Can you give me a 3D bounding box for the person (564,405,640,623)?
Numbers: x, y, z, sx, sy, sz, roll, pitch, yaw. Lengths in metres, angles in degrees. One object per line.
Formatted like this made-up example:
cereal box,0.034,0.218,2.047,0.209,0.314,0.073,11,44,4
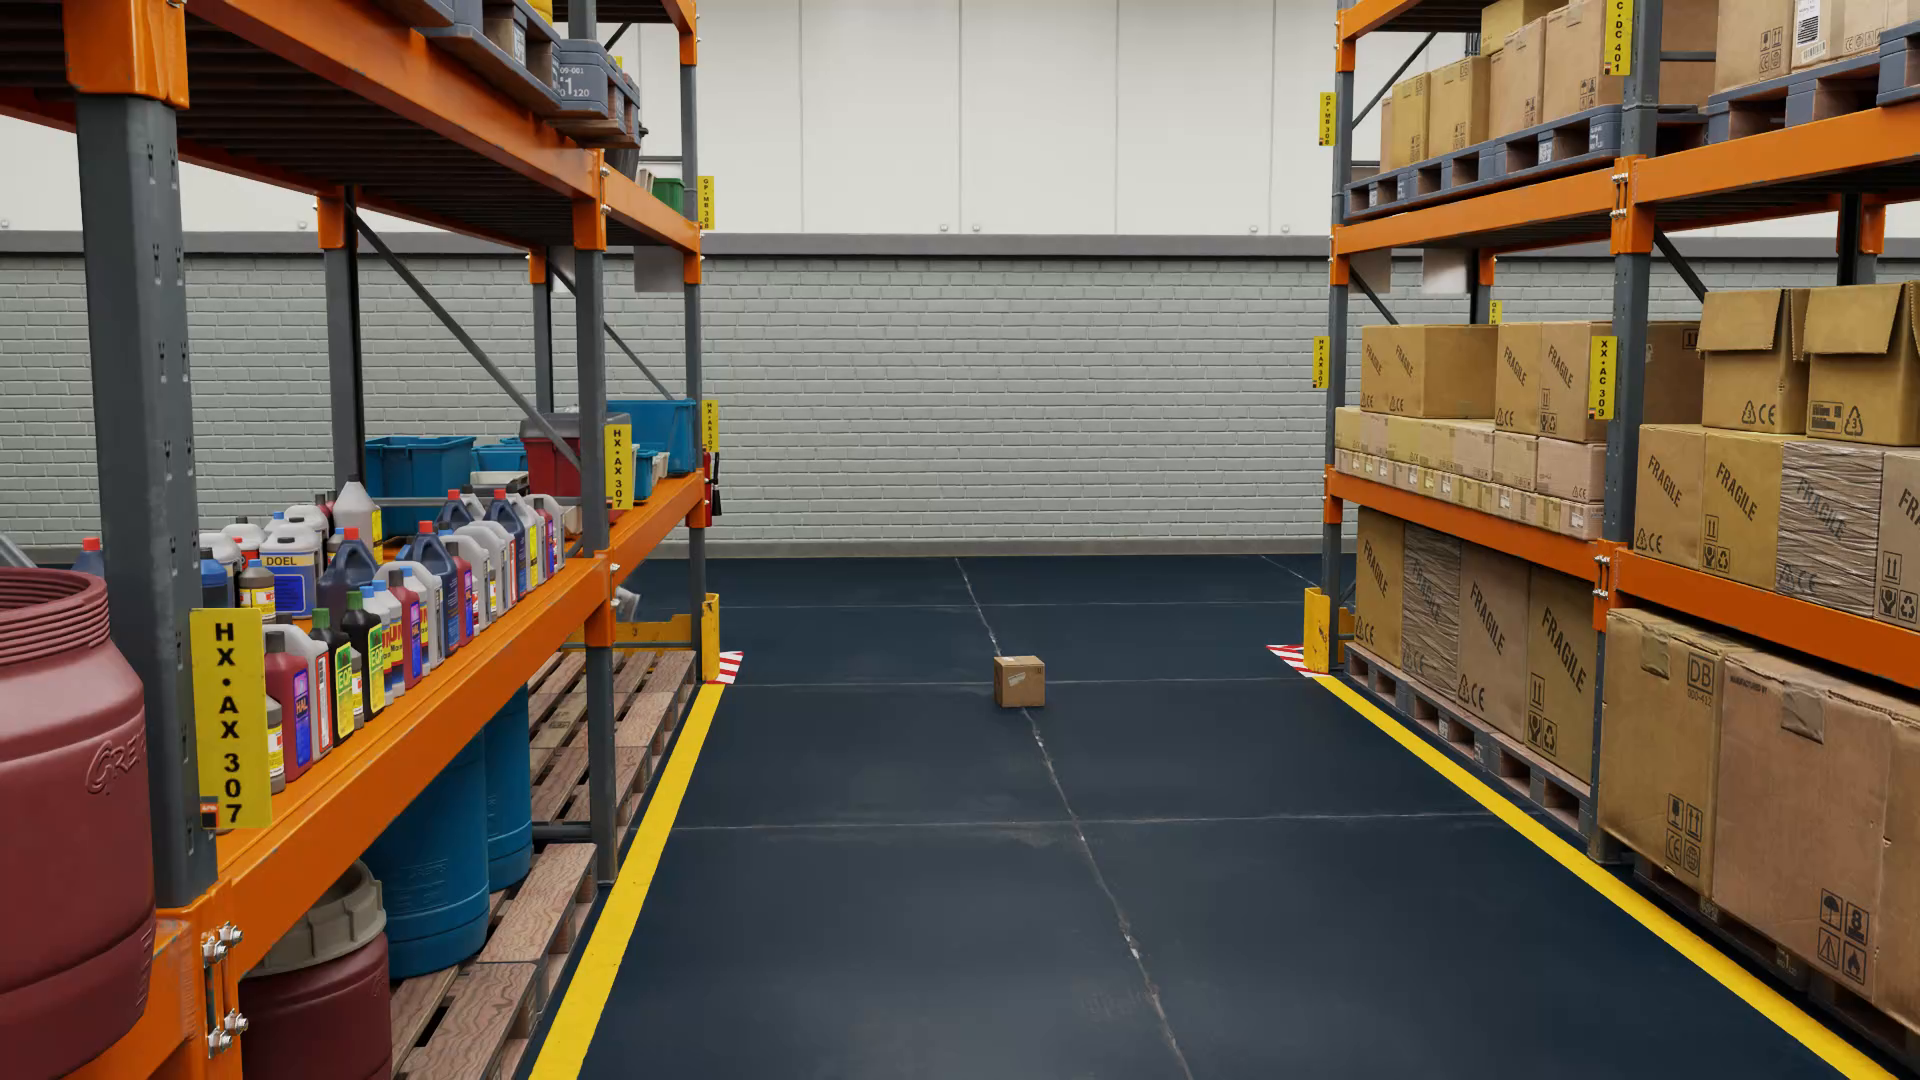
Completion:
person,-2.558,-0.108,11.503,0.676,1.644,0.477,-1,7,-6
